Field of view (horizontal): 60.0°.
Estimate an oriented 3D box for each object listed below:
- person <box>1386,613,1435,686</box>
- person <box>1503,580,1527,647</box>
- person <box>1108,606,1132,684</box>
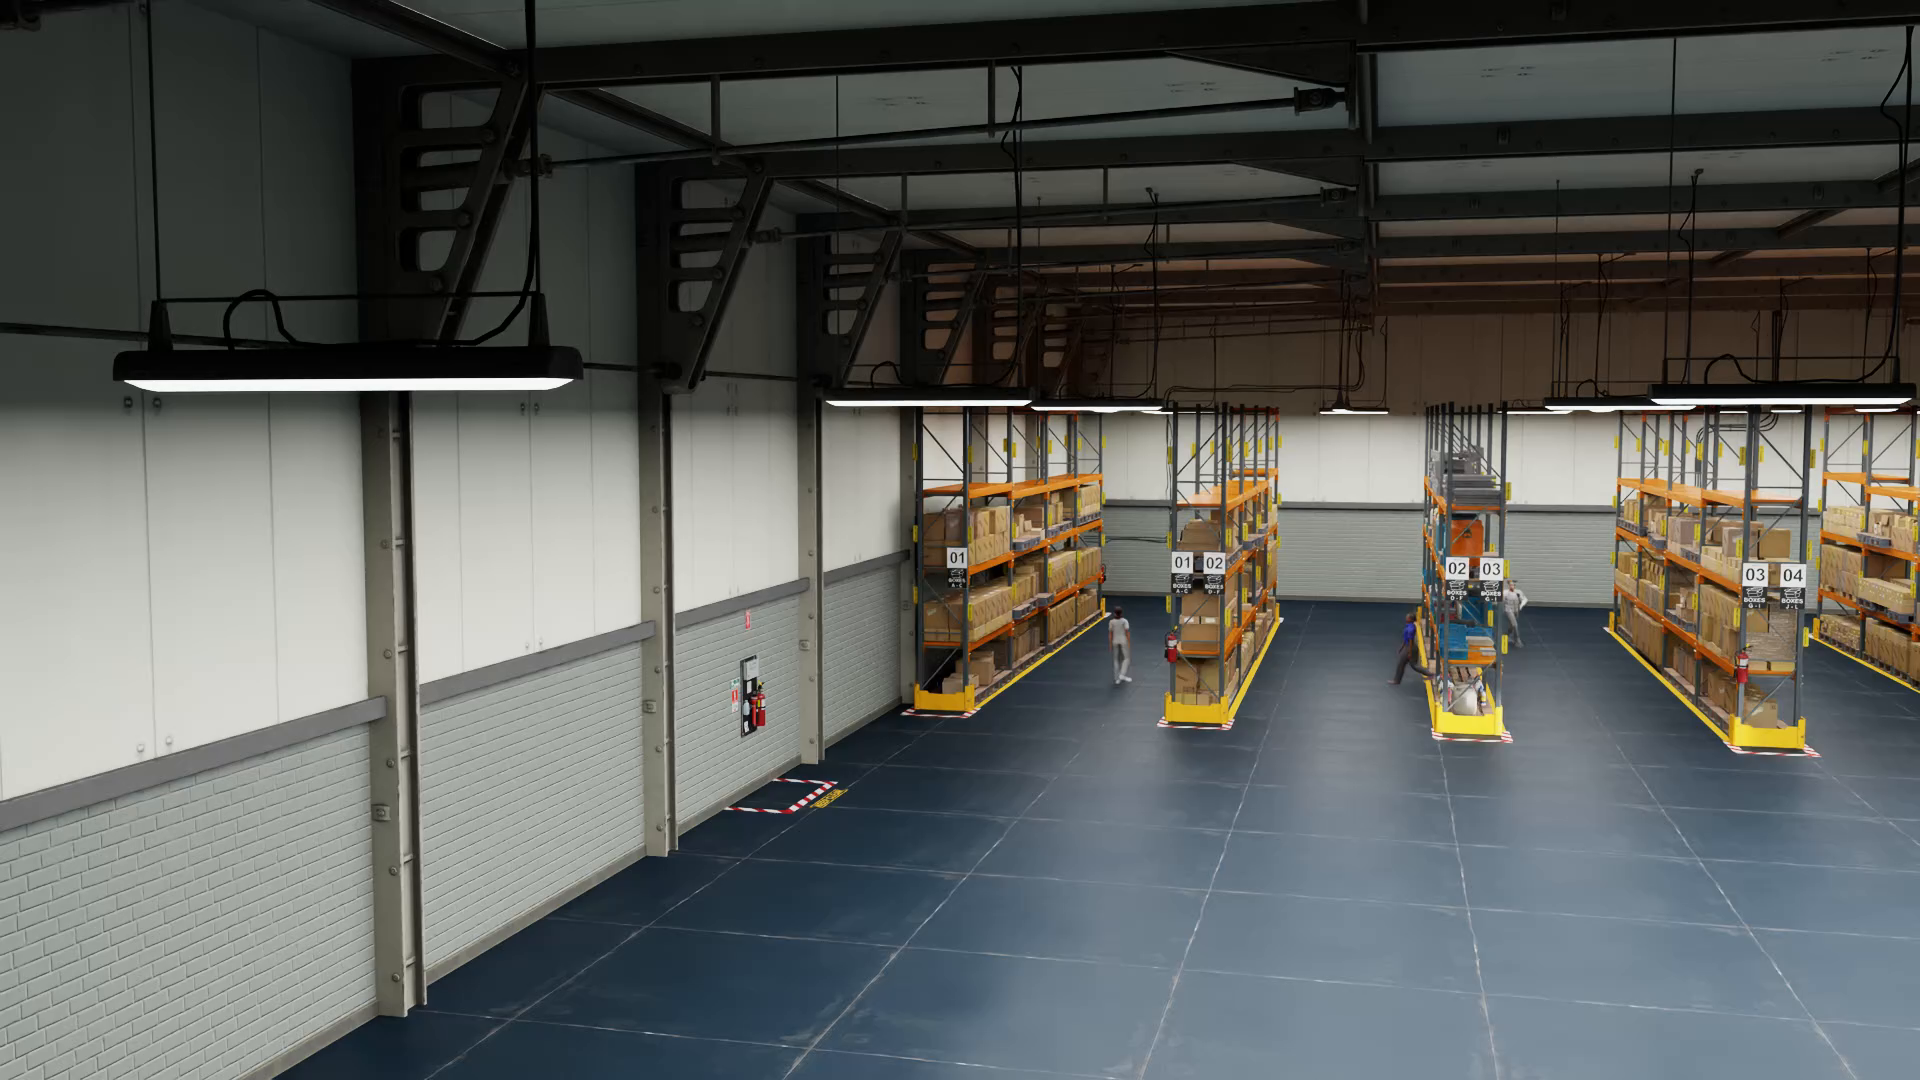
[{"bbox_3d":[9.538,2.328,35.158,1.034,1.578,0.448,2,5,25],"label":"person"},{"bbox_3d":[13.858,1.820,41.737,0.614,1.688,0.803,-1,4,-14],"label":"person"},{"bbox_3d":[3.438,2.257,35.690,0.513,1.669,0.498,1,4,10],"label":"person"}]
